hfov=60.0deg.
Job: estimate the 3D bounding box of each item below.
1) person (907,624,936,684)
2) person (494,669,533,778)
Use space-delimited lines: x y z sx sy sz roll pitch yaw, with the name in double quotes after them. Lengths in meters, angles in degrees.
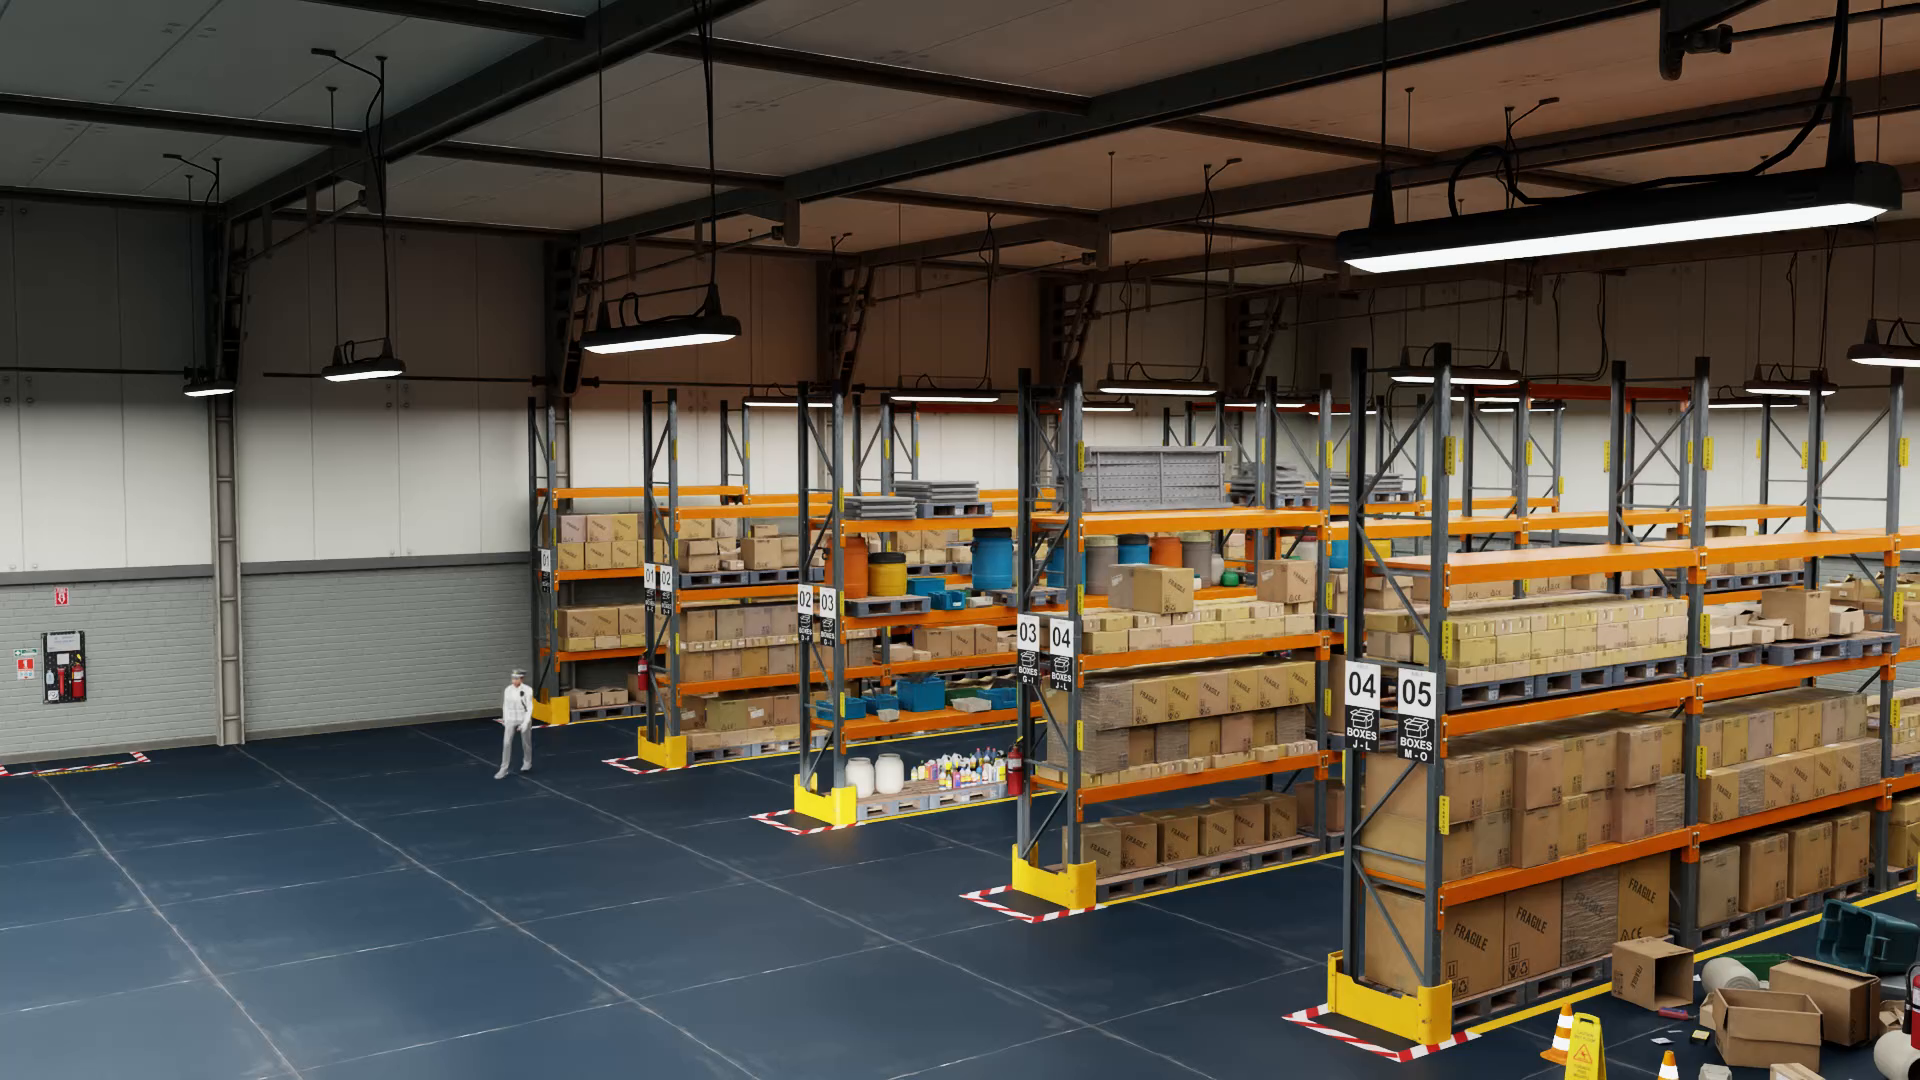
-0.804 2.237 33.242 0.600 1.527 0.486 -1 4 -23 "person"
-6.861 2.805 25.734 0.516 1.625 0.905 0 3 -1 "person"
